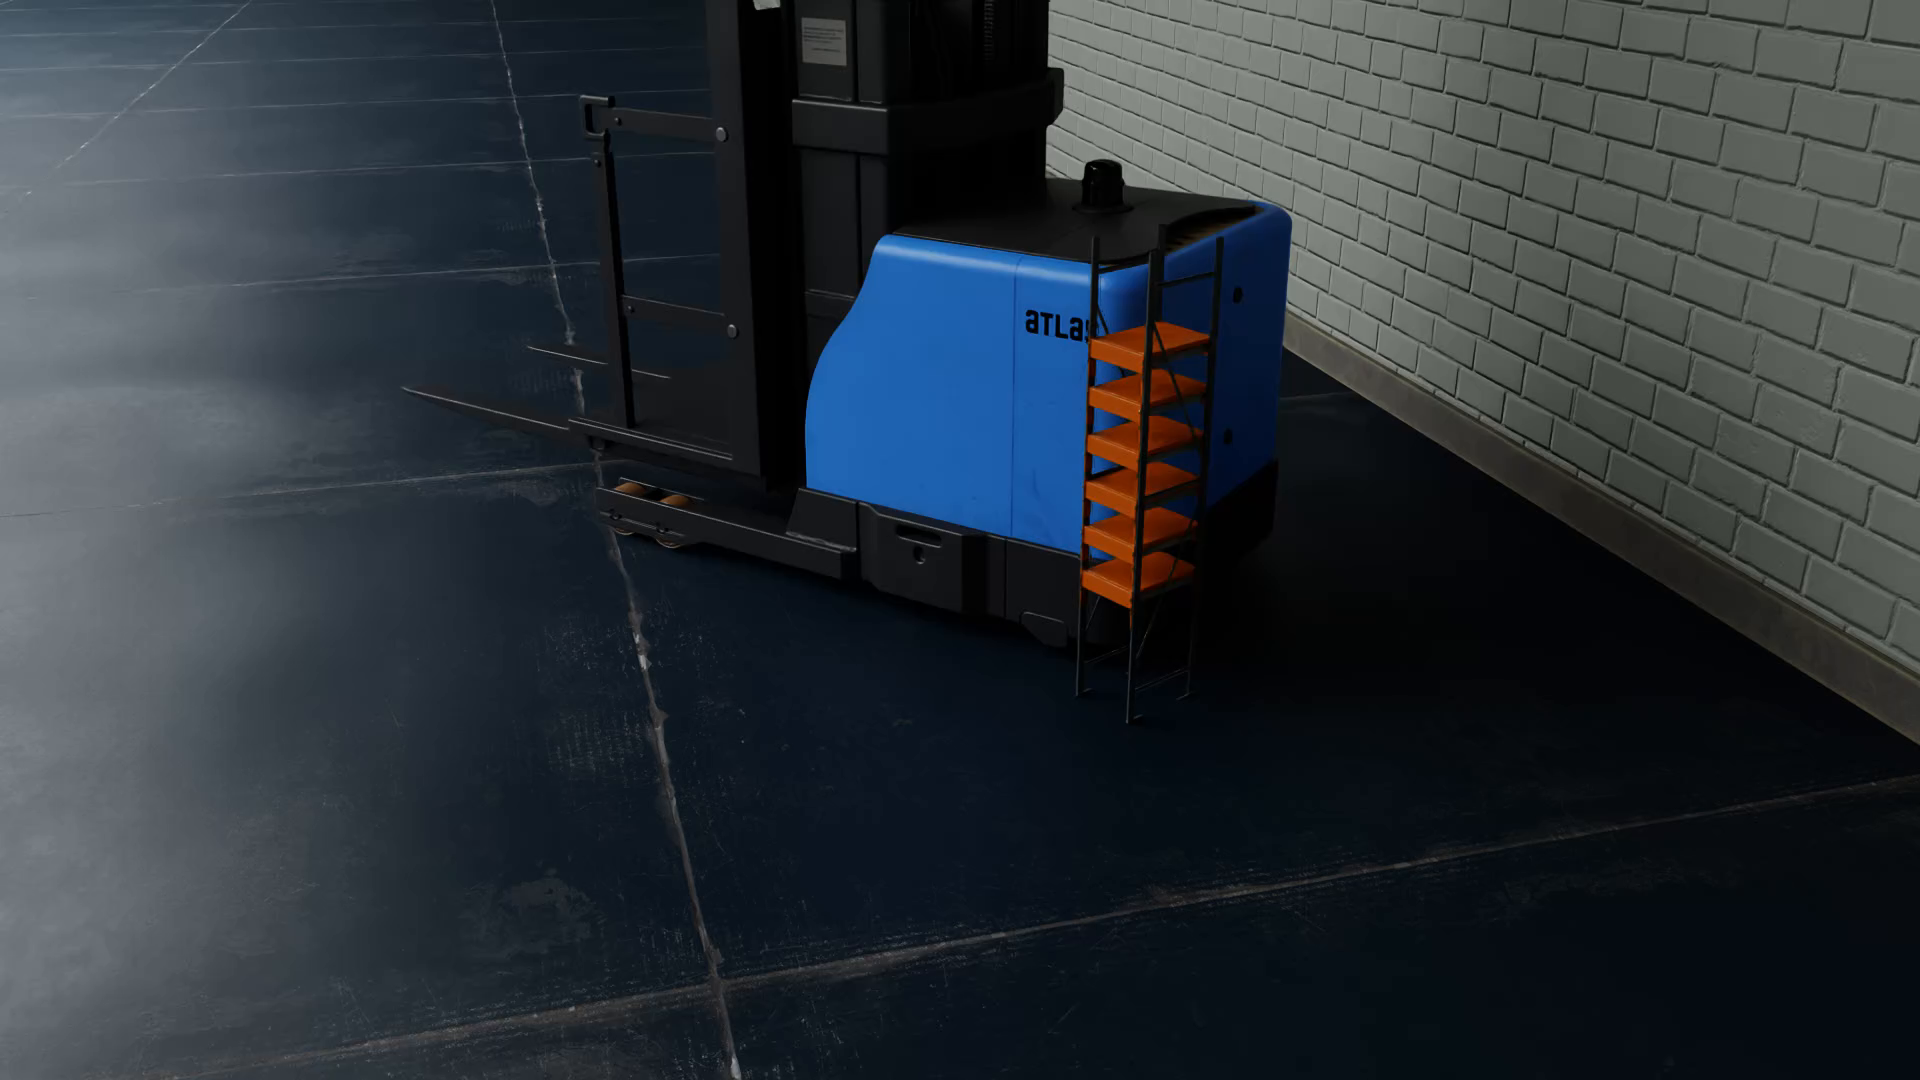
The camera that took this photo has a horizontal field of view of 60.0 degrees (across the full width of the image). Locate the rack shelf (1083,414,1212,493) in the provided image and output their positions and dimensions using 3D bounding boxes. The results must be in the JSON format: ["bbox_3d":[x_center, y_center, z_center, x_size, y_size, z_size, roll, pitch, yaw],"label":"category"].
[{"bbox_3d":[0.455,-0.217,4.041,0.258,0.103,0.180,-18,29,-36],"label":"rack shelf"}]

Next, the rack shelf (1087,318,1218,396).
[{"bbox_3d":[0.456,-0.437,3.946,0.258,0.103,0.180,-18,29,-36],"label":"rack shelf"}]

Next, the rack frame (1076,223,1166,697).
[{"bbox_3d":[0.397,-0.176,4.136,0.240,1.200,0.006,-18,29,-36],"label":"rack frame"}]

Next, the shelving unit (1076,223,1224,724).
[{"bbox_3d":[0.455,-0.148,4.072,0.258,1.200,0.189,-18,29,-36],"label":"shelving unit"}]

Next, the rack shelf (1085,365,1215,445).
[{"bbox_3d":[0.456,-0.327,3.994,0.258,0.103,0.180,-18,29,-36],"label":"rack shelf"}]

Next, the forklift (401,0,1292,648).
[{"bbox_3d":[-0.551,-1.478,4.979,3.031,2.935,1.130,14,27,30],"label":"forklift"}]

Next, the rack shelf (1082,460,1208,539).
[{"bbox_3d":[0.455,-0.107,4.089,0.258,0.103,0.180,-18,29,-36],"label":"rack shelf"}]

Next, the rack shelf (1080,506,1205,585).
[{"bbox_3d":[0.455,0.003,4.137,0.258,0.103,0.180,-18,29,-36],"label":"rack shelf"}]

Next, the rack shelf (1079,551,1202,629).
[{"bbox_3d":[0.454,0.113,4.185,0.258,0.103,0.180,-18,29,-36],"label":"rack shelf"}]

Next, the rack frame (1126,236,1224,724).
[{"bbox_3d":[0.514,-0.120,4.007,0.240,1.200,0.006,-18,29,-36],"label":"rack frame"}]
